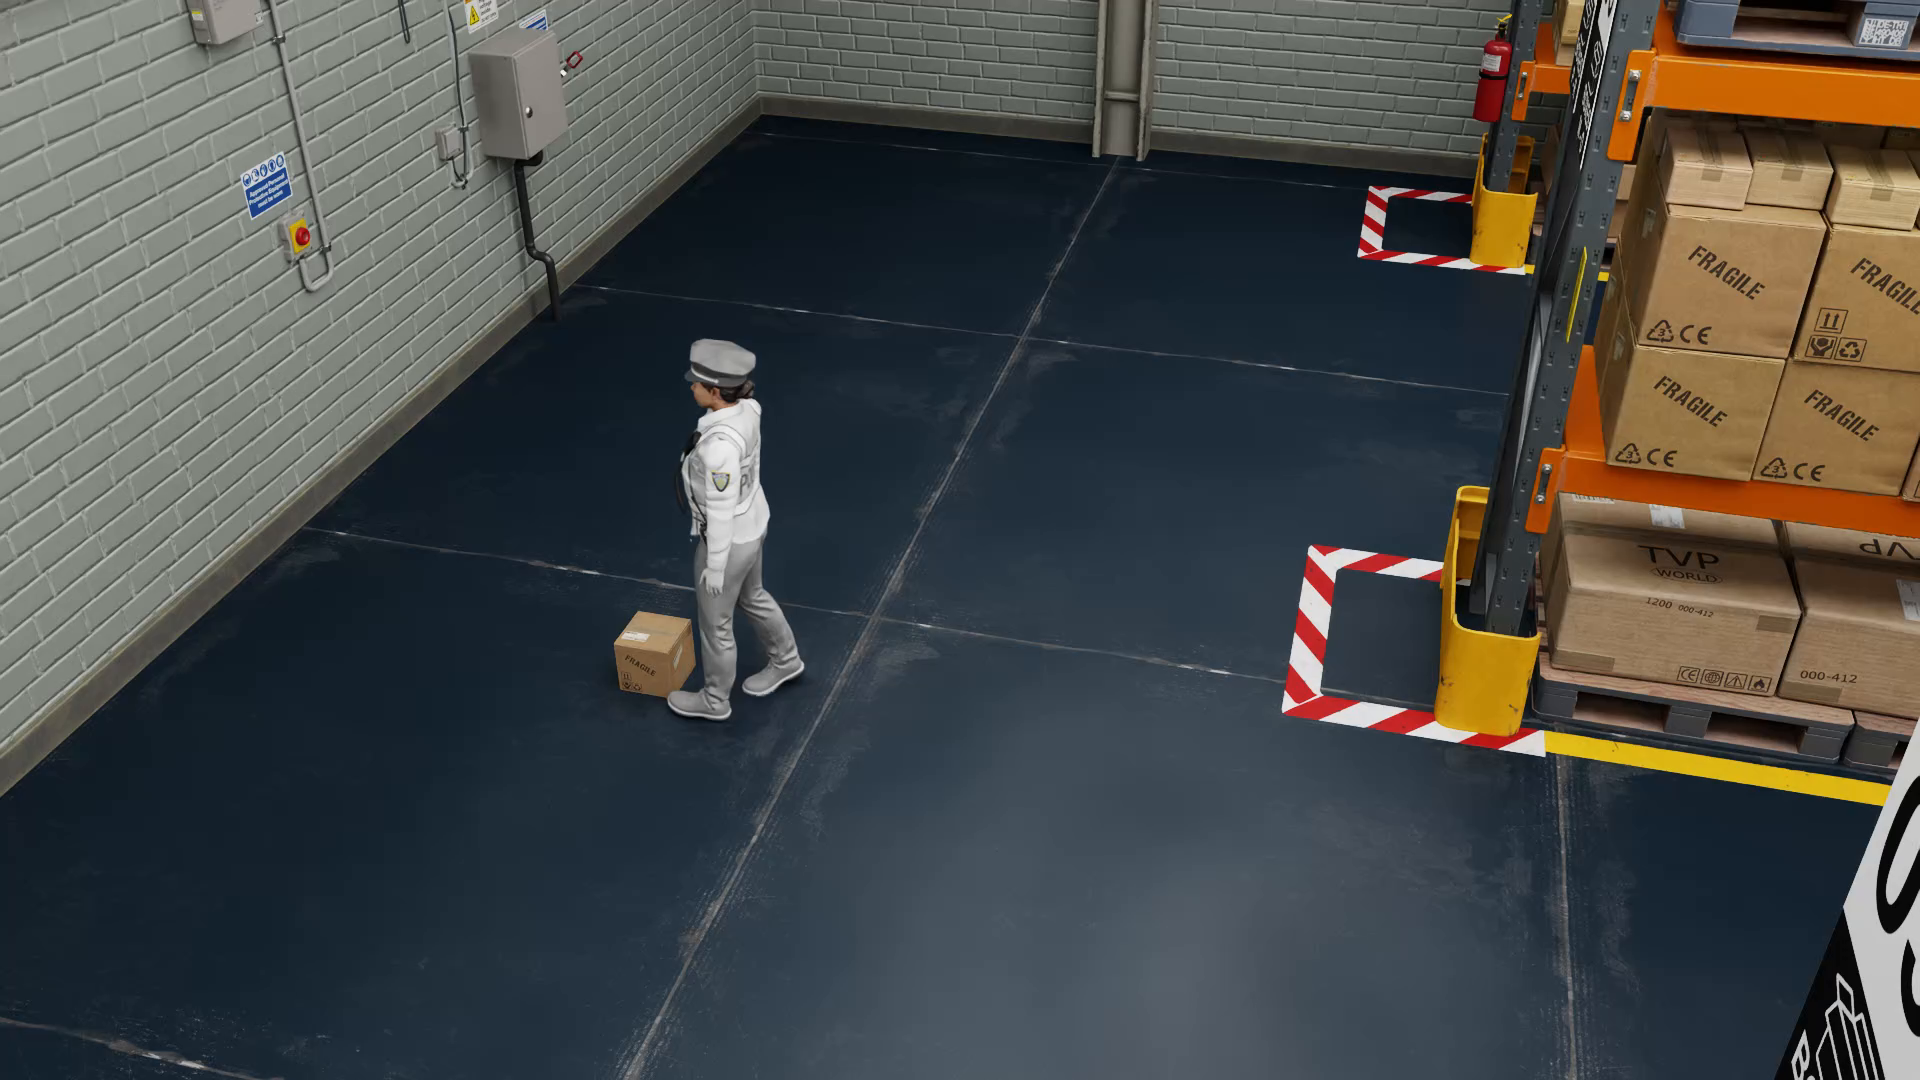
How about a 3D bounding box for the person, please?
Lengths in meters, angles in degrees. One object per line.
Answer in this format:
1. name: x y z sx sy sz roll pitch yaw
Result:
1. person: -0.963 -0.012 6.643 0.538 1.689 0.509 4 33 6
